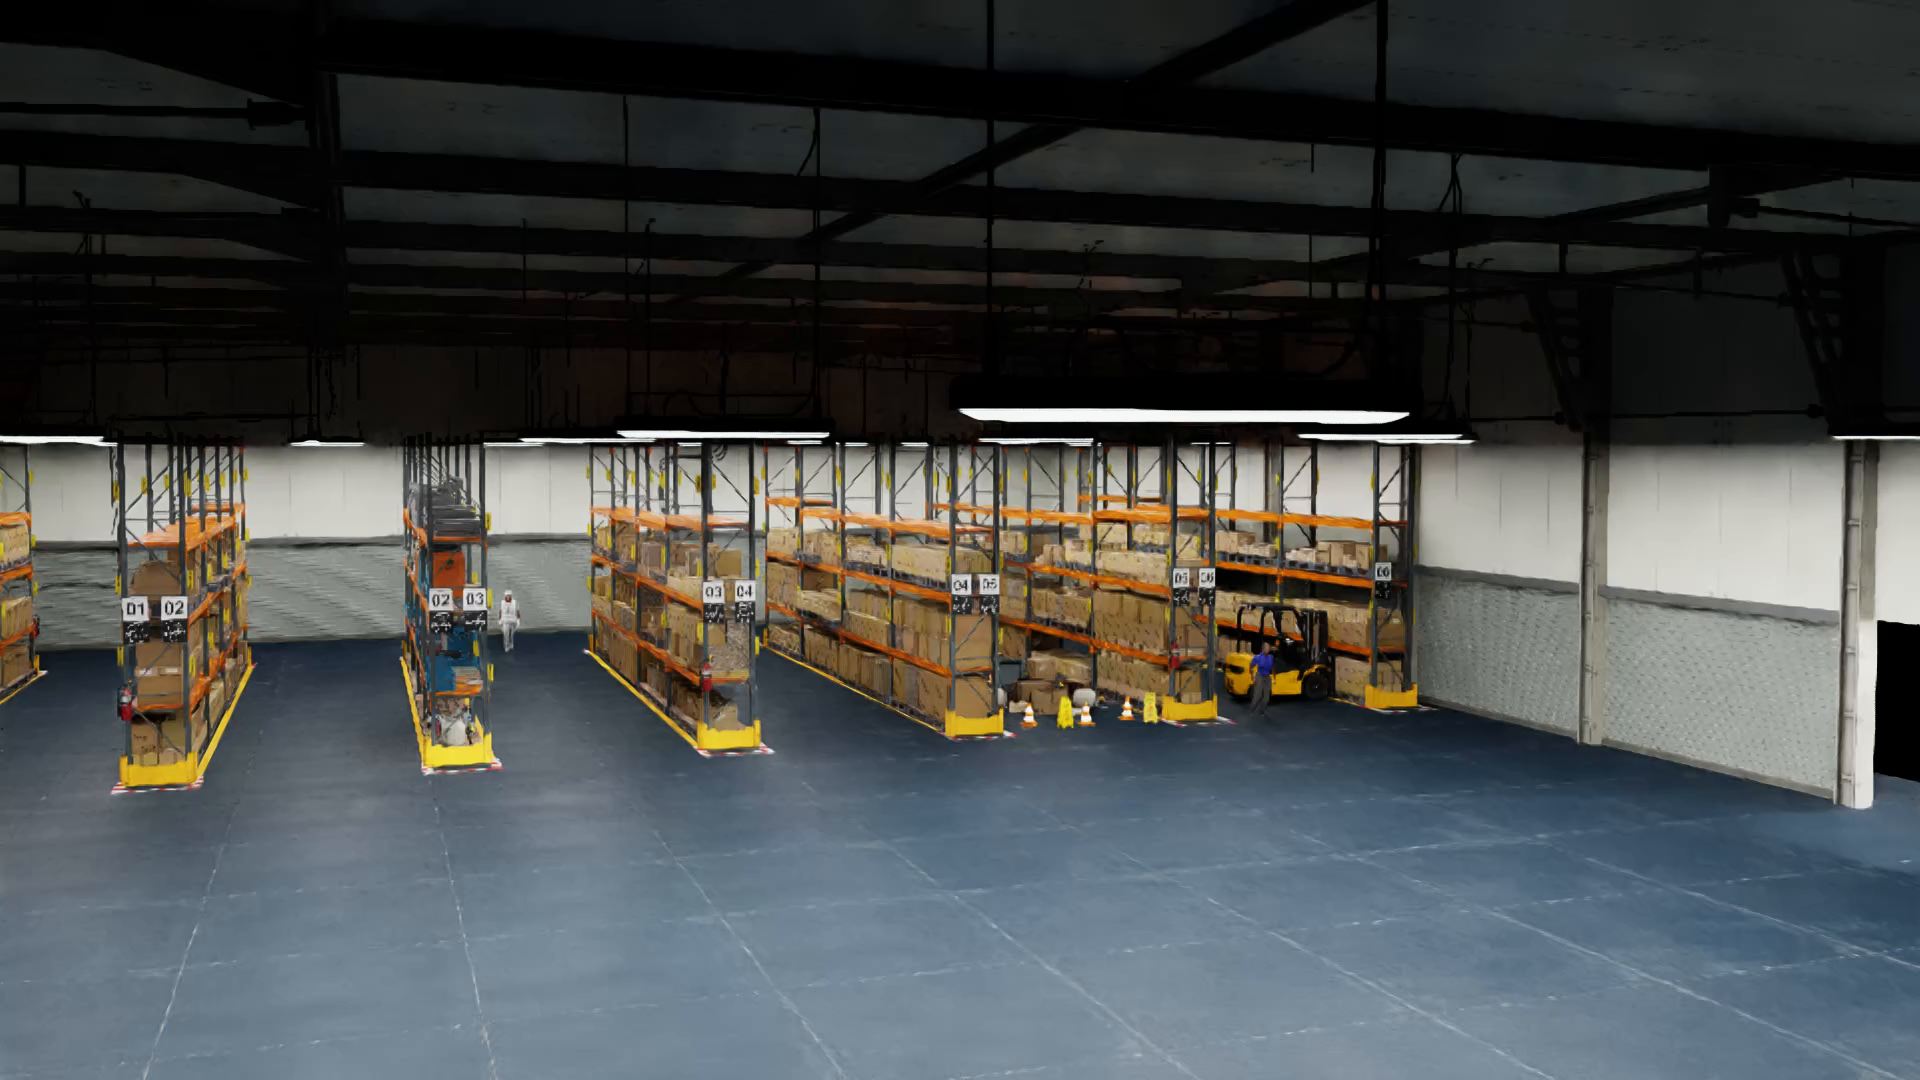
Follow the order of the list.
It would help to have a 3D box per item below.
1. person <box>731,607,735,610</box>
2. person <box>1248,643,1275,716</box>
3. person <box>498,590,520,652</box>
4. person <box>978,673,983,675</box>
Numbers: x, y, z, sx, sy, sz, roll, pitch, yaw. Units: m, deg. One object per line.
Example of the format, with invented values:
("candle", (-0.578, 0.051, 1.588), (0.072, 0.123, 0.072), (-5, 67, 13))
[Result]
("person", (-6.869, 1.998, 51.382), (0.566, 1.783, 0.620), (2, 4, 34))
("person", (6.424, 2.967, 35.378), (0.592, 1.604, 0.518), (-1, 3, -22))
("person", (-12.673, 2.266, 46.783), (0.579, 1.732, 1.042), (-1, 3, -21))
("person", (0.316, 2.583, 40.650), (0.578, 1.744, 0.655), (0, 3, 9))
